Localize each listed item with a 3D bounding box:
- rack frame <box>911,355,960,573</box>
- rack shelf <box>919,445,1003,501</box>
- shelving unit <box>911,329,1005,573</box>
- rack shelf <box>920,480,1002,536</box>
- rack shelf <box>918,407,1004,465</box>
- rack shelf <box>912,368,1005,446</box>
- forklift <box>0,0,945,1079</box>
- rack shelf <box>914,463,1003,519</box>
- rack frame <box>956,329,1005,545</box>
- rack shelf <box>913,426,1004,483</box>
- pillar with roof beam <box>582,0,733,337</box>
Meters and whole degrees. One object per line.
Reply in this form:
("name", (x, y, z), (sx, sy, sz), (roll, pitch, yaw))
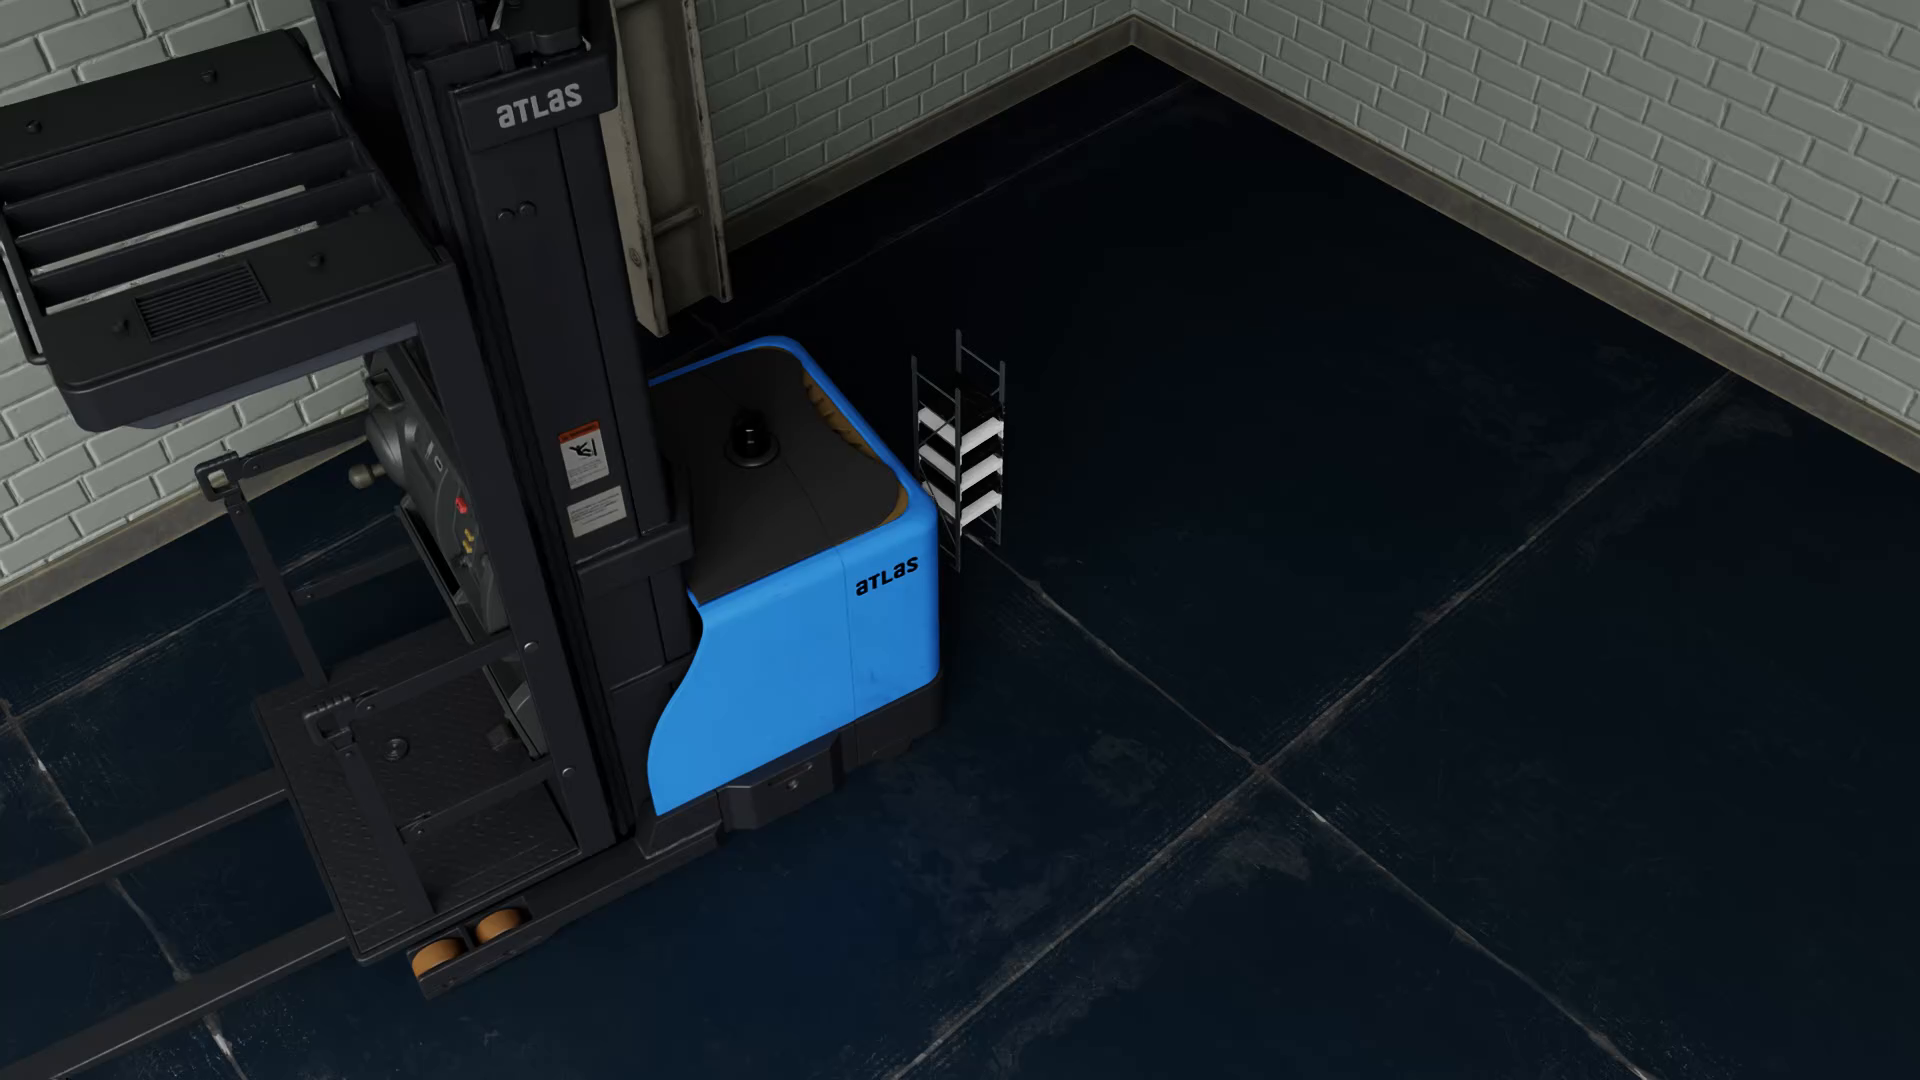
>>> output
("rack frame", (-0.081, -0.251, 5.869), (0.006, 0.900, 0.240), (-34, 56, -27))
("rack shelf", (-0.006, -0.279, 5.940), (0.200, 0.077, 0.258), (-34, 56, -27))
("shelving unit", (-0.006, -0.301, 5.916), (0.210, 0.900, 0.258), (-34, 56, -27))
("rack shelf", (-0.006, -0.156, 6.072), (0.200, 0.077, 0.258), (-34, 56, -27))
("rack shelf", (-0.006, -0.401, 5.808), (0.200, 0.077, 0.258), (-34, 56, -27))
("rack shelf", (-0.006, -0.462, 5.742), (0.200, 0.077, 0.258), (-34, 56, -27))
("forklift", (-1.574, -0.086, 4.335), (3.031, 2.935, 1.130), (-25, 52, -21))
("rack shelf", (-0.006, -0.218, 6.006), (0.200, 0.077, 0.258), (-34, 56, -27))
("rack frame", (0.069, -0.351, 5.962), (0.006, 0.900, 0.240), (-34, 56, -27))
("rack shelf", (-0.006, -0.340, 5.874), (0.200, 0.077, 0.258), (-34, 56, -27))
("pillar with roof beam", (1.666, -1.747, 1.739), (0.400, 9.000, 9.100), (-34, 56, -27))
